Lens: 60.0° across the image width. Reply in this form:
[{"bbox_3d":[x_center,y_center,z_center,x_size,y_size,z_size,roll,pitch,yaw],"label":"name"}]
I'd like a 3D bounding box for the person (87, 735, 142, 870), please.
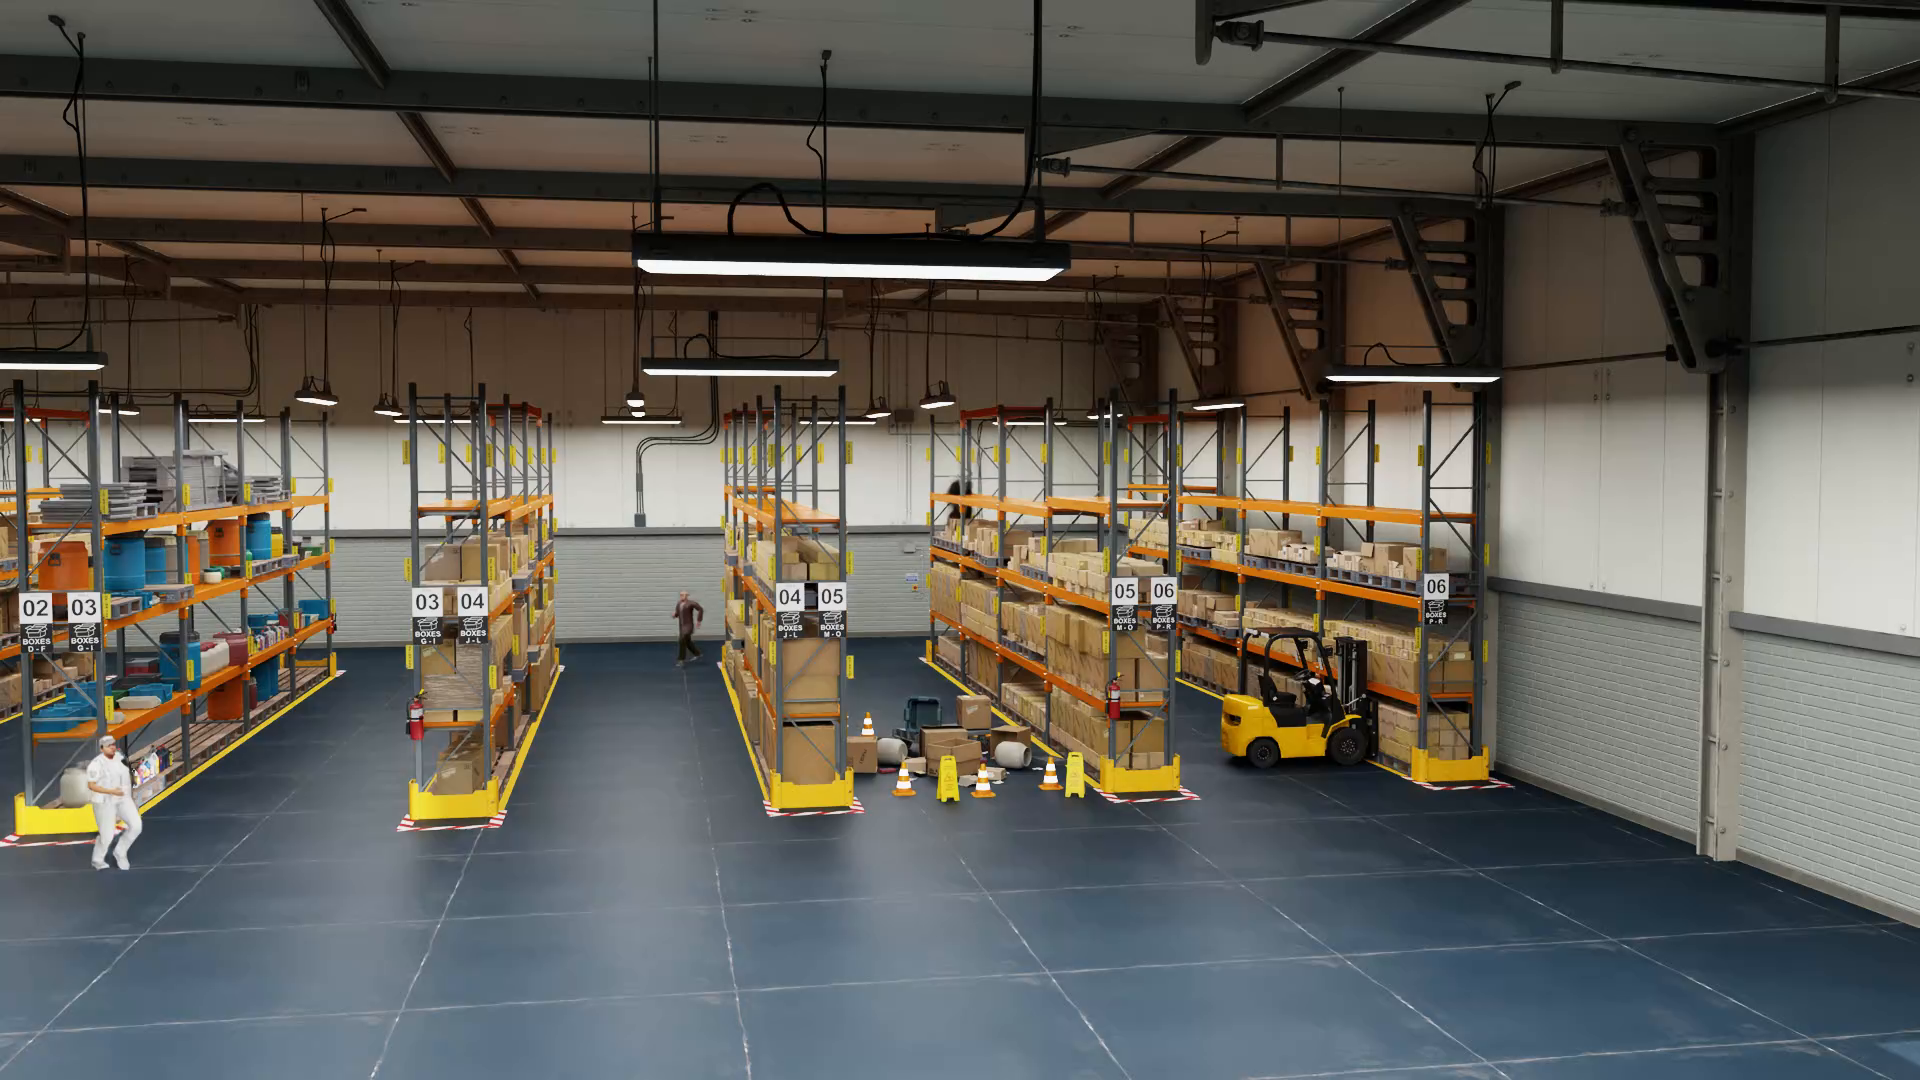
[{"bbox_3d":[-10.213,3.172,20.062,0.655,1.652,0.611,2,3,30],"label":"person"}]

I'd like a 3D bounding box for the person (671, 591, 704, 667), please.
[{"bbox_3d":[-6.517,2.115,39.781,0.727,1.826,0.941,3,4,41],"label":"person"}]
